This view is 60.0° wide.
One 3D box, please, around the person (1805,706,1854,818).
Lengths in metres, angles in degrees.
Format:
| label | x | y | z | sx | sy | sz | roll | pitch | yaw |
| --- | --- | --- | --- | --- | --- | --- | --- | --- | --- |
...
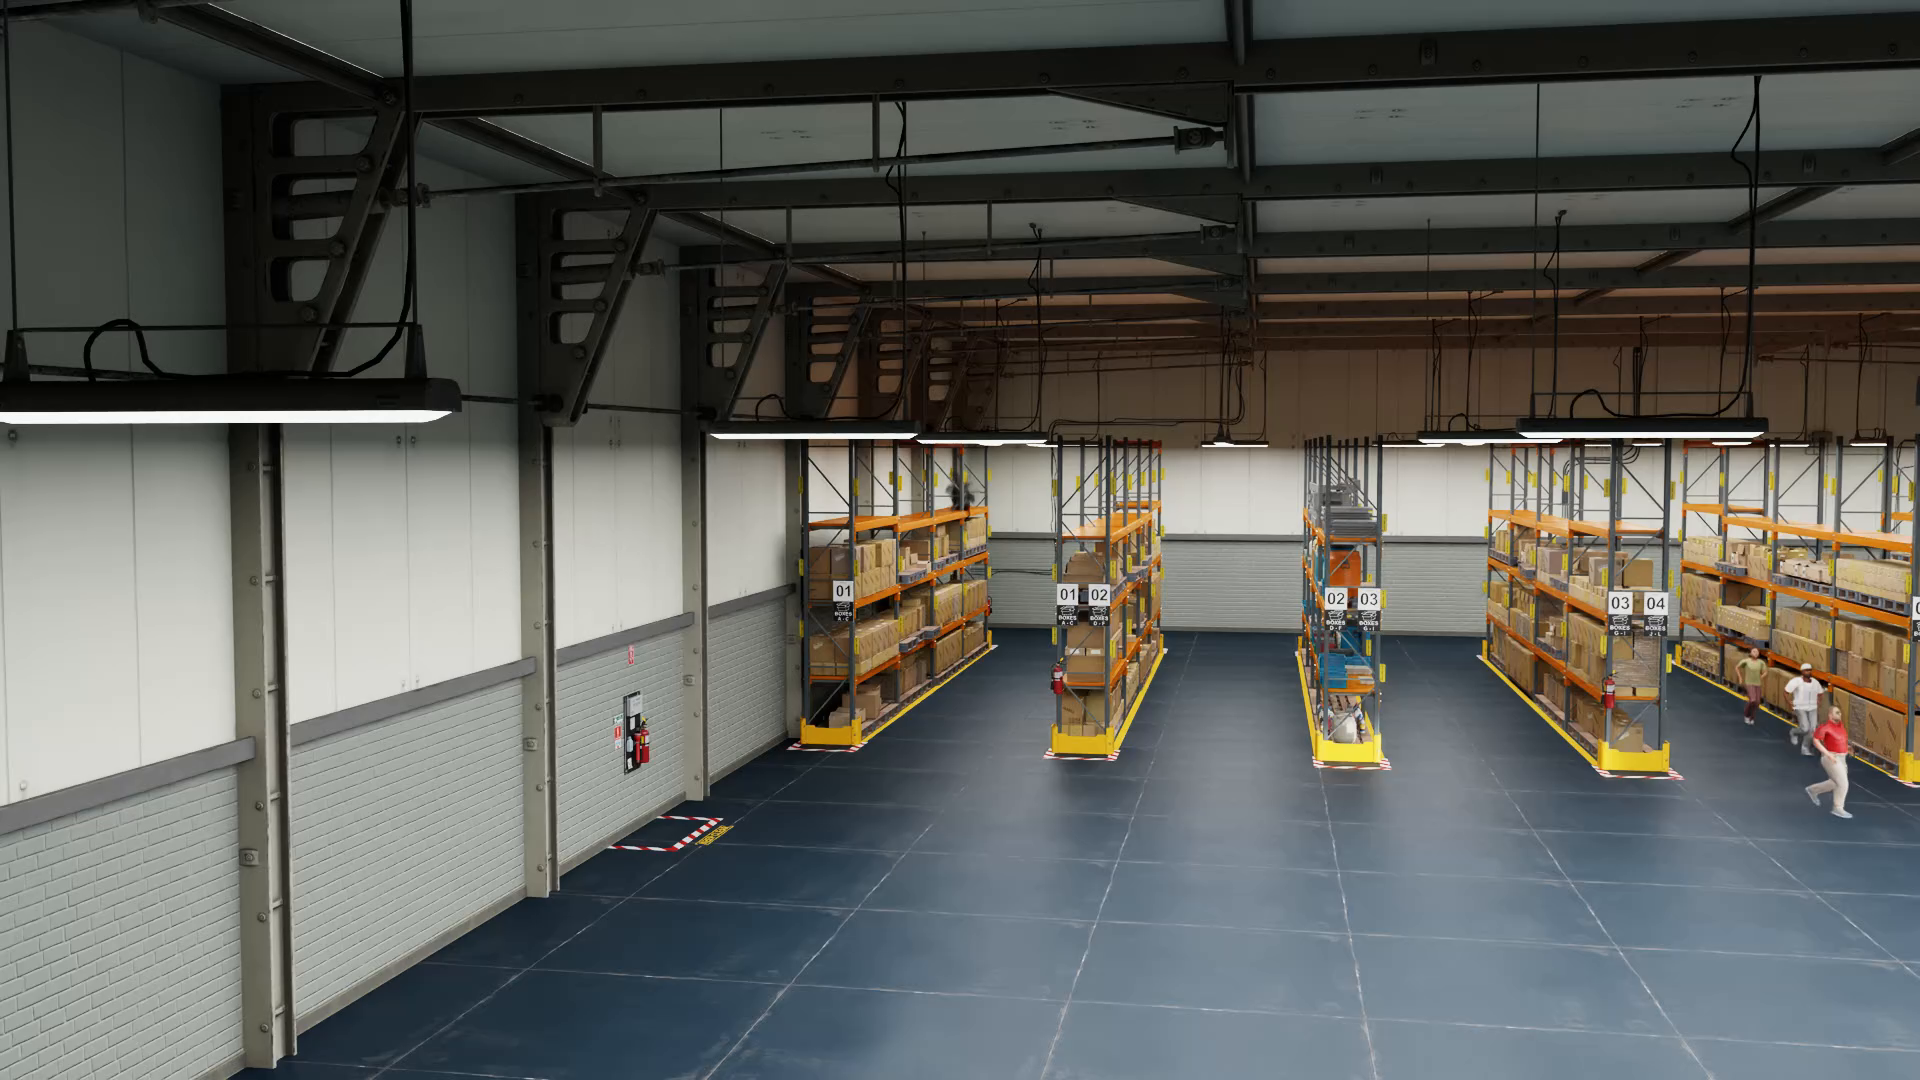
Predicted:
| label | x | y | z | sx | sy | sz | roll | pitch | yaw |
| --- | --- | --- | --- | --- | --- | --- | --- | --- | --- |
| person | 13.701 | 3.466 | 26.172 | 0.656 | 1.720 | 0.750 | -2 | 4 | -38 |

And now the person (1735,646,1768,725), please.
| label | x | y | z | sx | sy | sz | roll | pitch | yaw |
| --- | --- | --- | --- | --- | --- | --- | --- | --- | --- |
| person | 16.449 | 3.020 | 34.479 | 0.554 | 1.636 | 0.625 | 0 | 3 | 4 |

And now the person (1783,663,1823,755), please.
| label | x | y | z | sx | sy | sz | roll | pitch | yaw |
| --- | --- | --- | --- | --- | --- | --- | --- | --- | --- |
| person | 15.893 | 3.176 | 31.264 | 0.718 | 1.727 | 0.594 | 0 | 3 | -1 |
